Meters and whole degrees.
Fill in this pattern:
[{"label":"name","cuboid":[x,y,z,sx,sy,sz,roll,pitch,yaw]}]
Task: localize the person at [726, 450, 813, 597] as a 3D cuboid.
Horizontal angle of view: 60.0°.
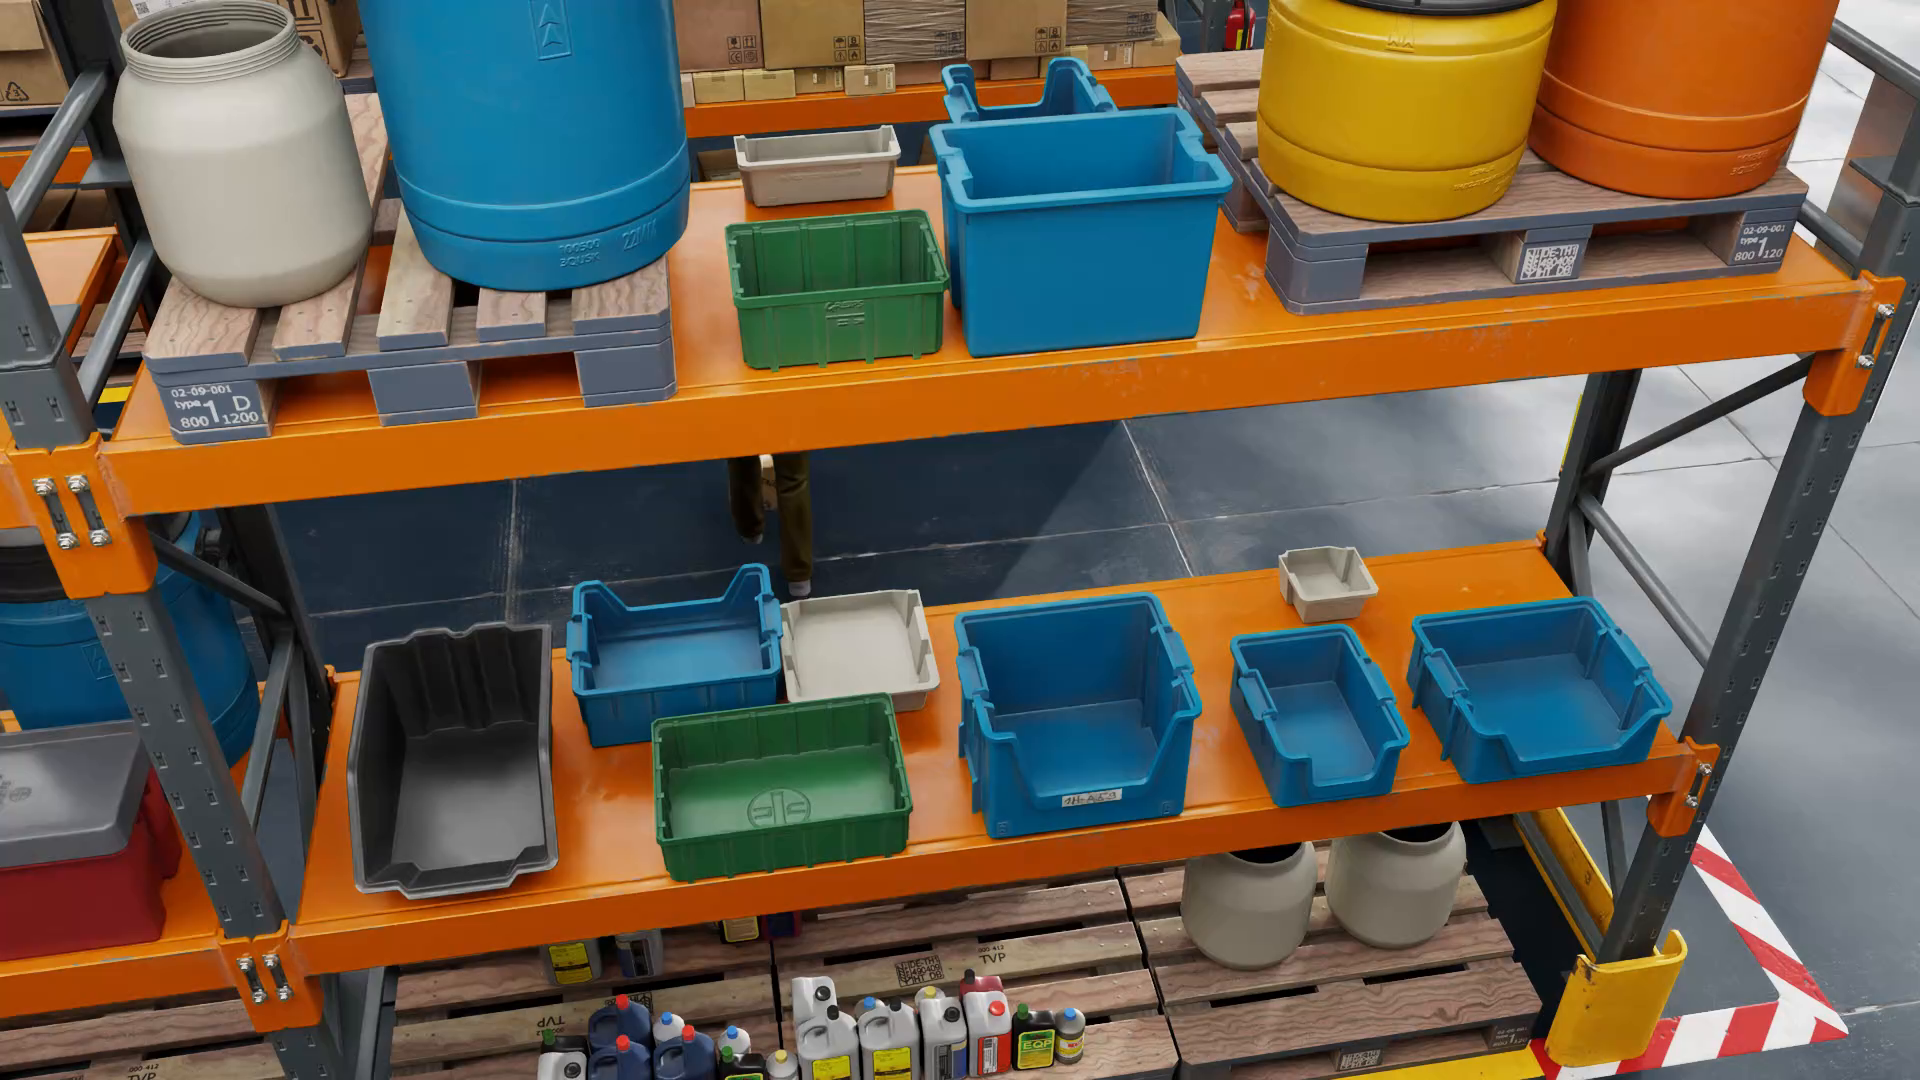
[{"label":"person","cuboid":[-0.829,-0.648,7.007,0.579,1.777,0.789,-5,38,-6]}]
